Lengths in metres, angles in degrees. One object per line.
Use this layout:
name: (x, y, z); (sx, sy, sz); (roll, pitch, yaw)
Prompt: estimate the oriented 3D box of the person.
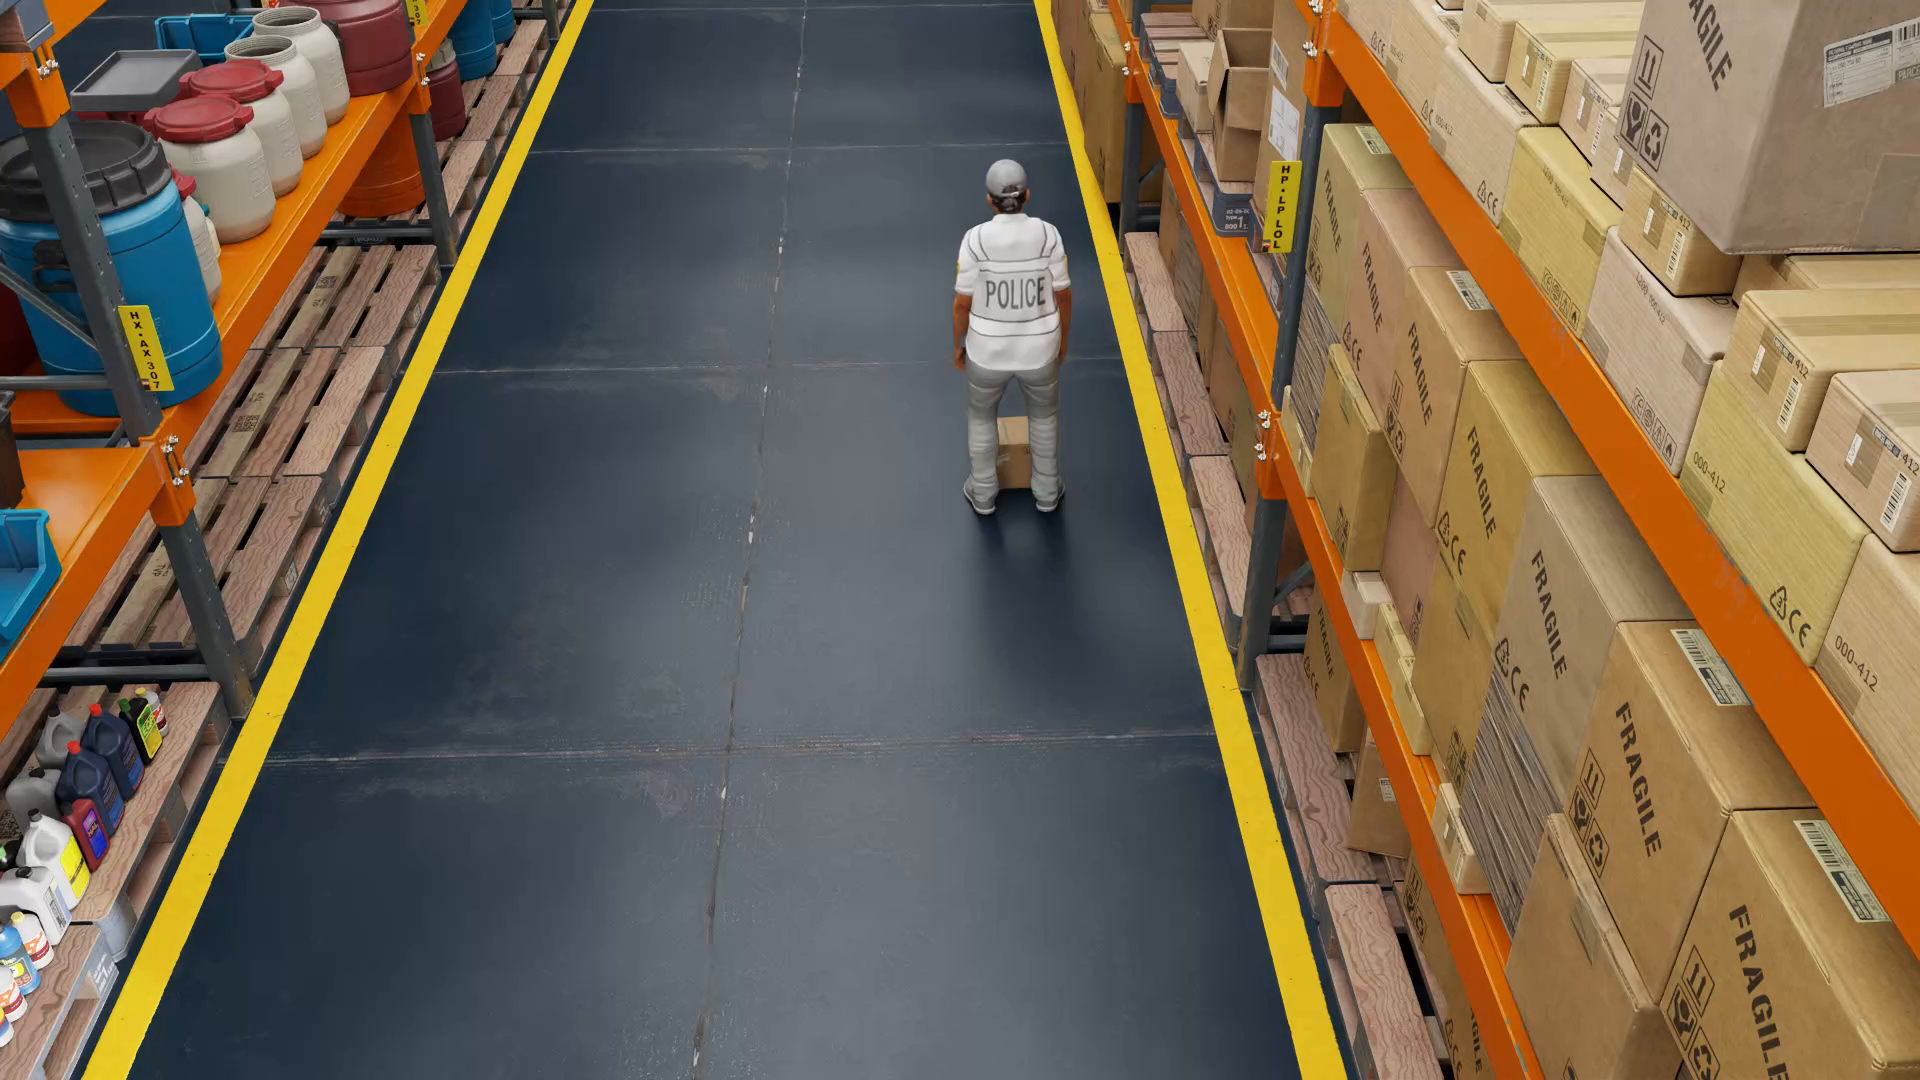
person: (0.233, -0.864, 7.356); (0.549, 1.664, 0.470); (-3, 36, -4)
